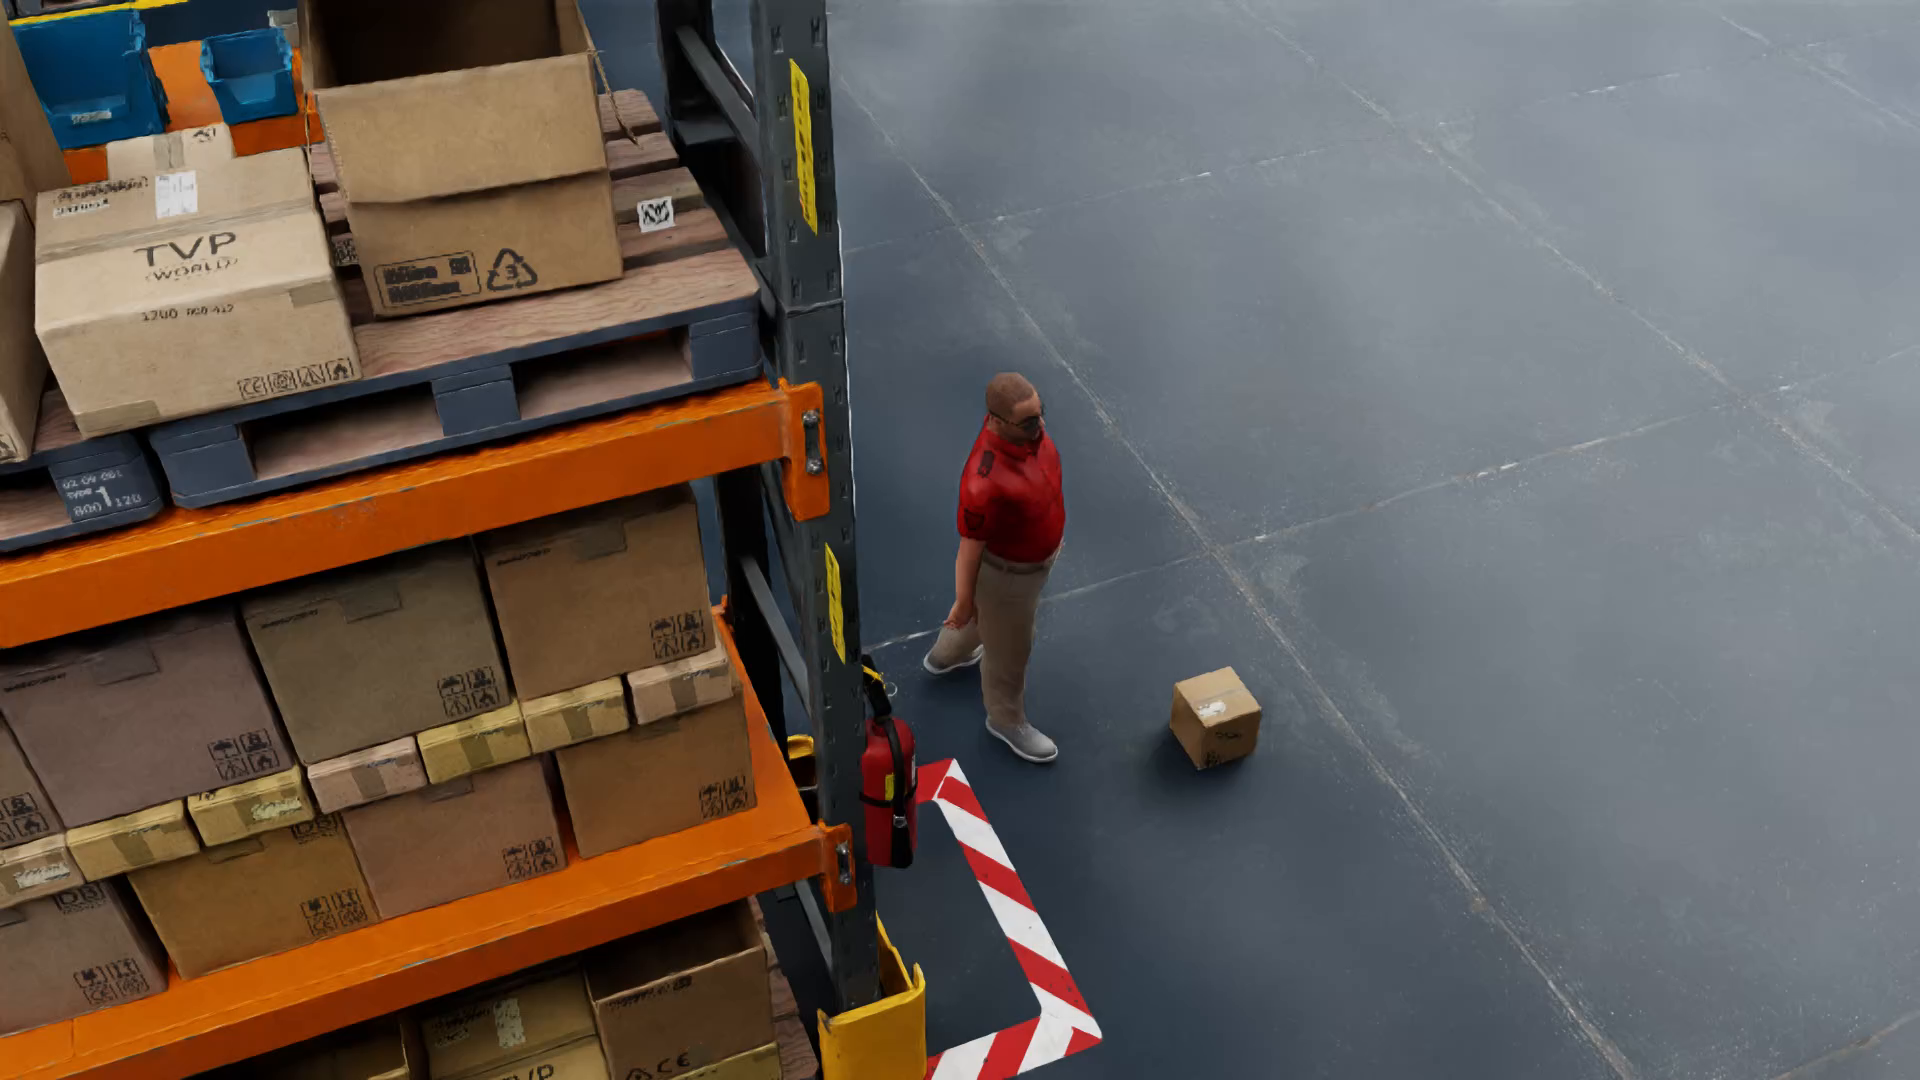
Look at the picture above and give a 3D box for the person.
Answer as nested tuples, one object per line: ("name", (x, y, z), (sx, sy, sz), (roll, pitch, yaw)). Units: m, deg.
("person", (0.133, 0.041, 6.115), (0.614, 1.725, 0.649), (11, 43, 12))
